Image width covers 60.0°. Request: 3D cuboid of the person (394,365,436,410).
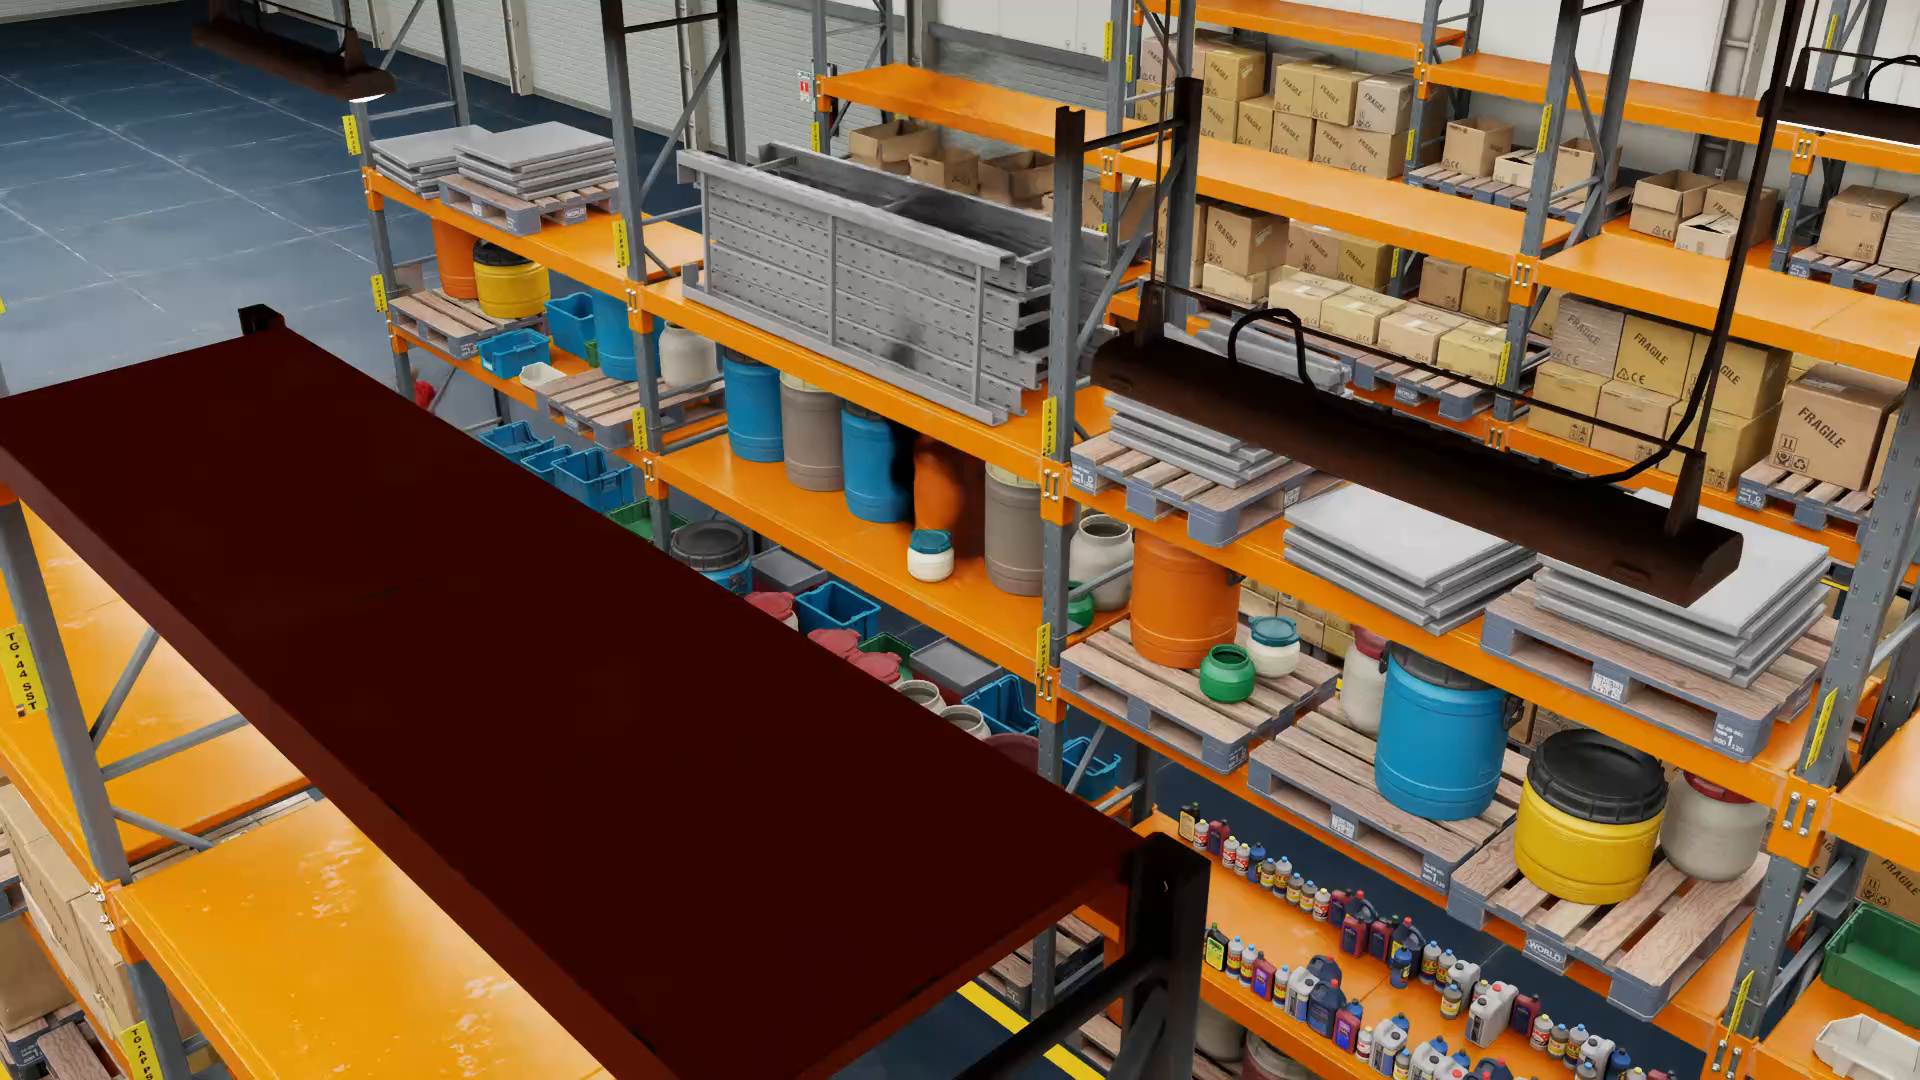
[{"bbox_3d":[-5.492,-1.000,16.980,0.684,1.714,0.681,-1,28,-2],"label":"person"}]
